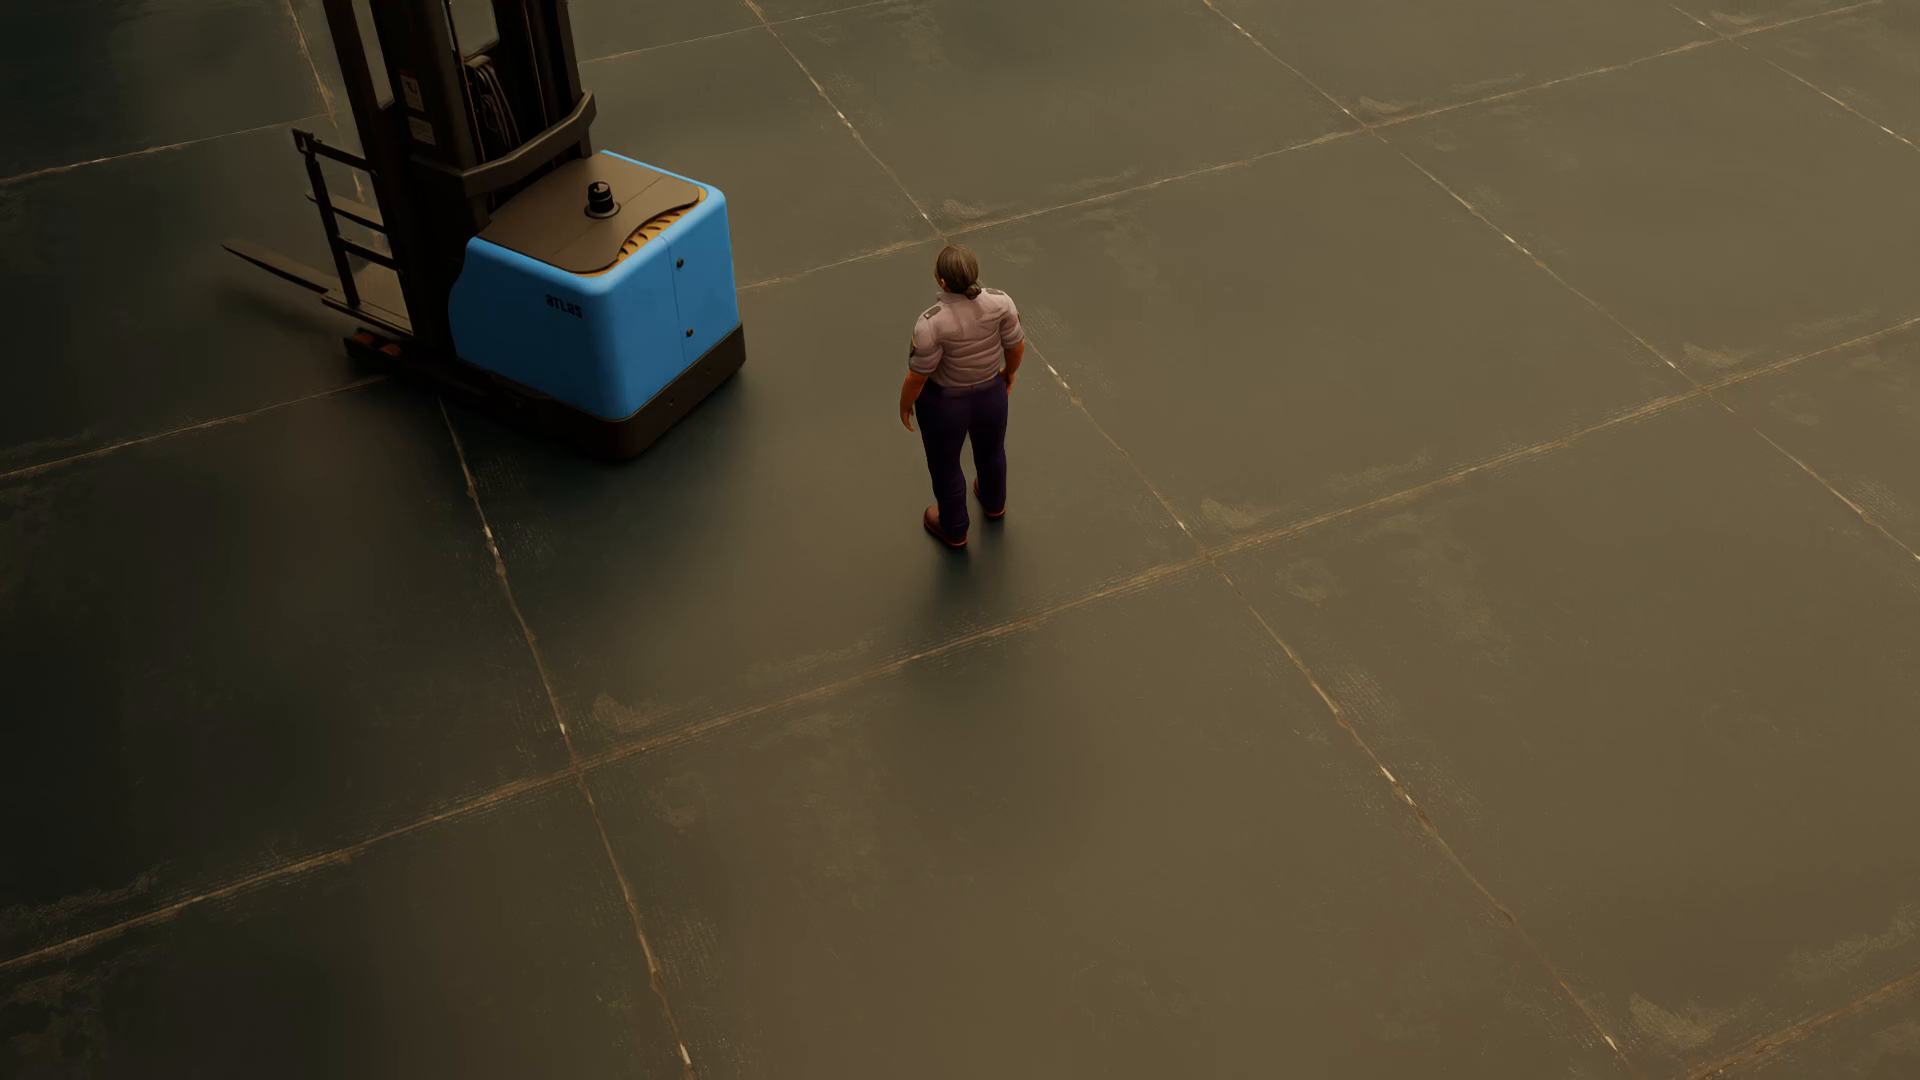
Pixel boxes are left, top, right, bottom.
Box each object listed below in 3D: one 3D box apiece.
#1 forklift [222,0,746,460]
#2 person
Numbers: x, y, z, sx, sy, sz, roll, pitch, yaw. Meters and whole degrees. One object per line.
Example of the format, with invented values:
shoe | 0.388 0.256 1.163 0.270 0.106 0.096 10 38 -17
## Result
forklift | -2.653 -2.224 8.064 3.031 2.935 1.130 22 47 22
person | -0.017 -0.666 7.332 0.598 1.640 0.502 -18 46 -18
